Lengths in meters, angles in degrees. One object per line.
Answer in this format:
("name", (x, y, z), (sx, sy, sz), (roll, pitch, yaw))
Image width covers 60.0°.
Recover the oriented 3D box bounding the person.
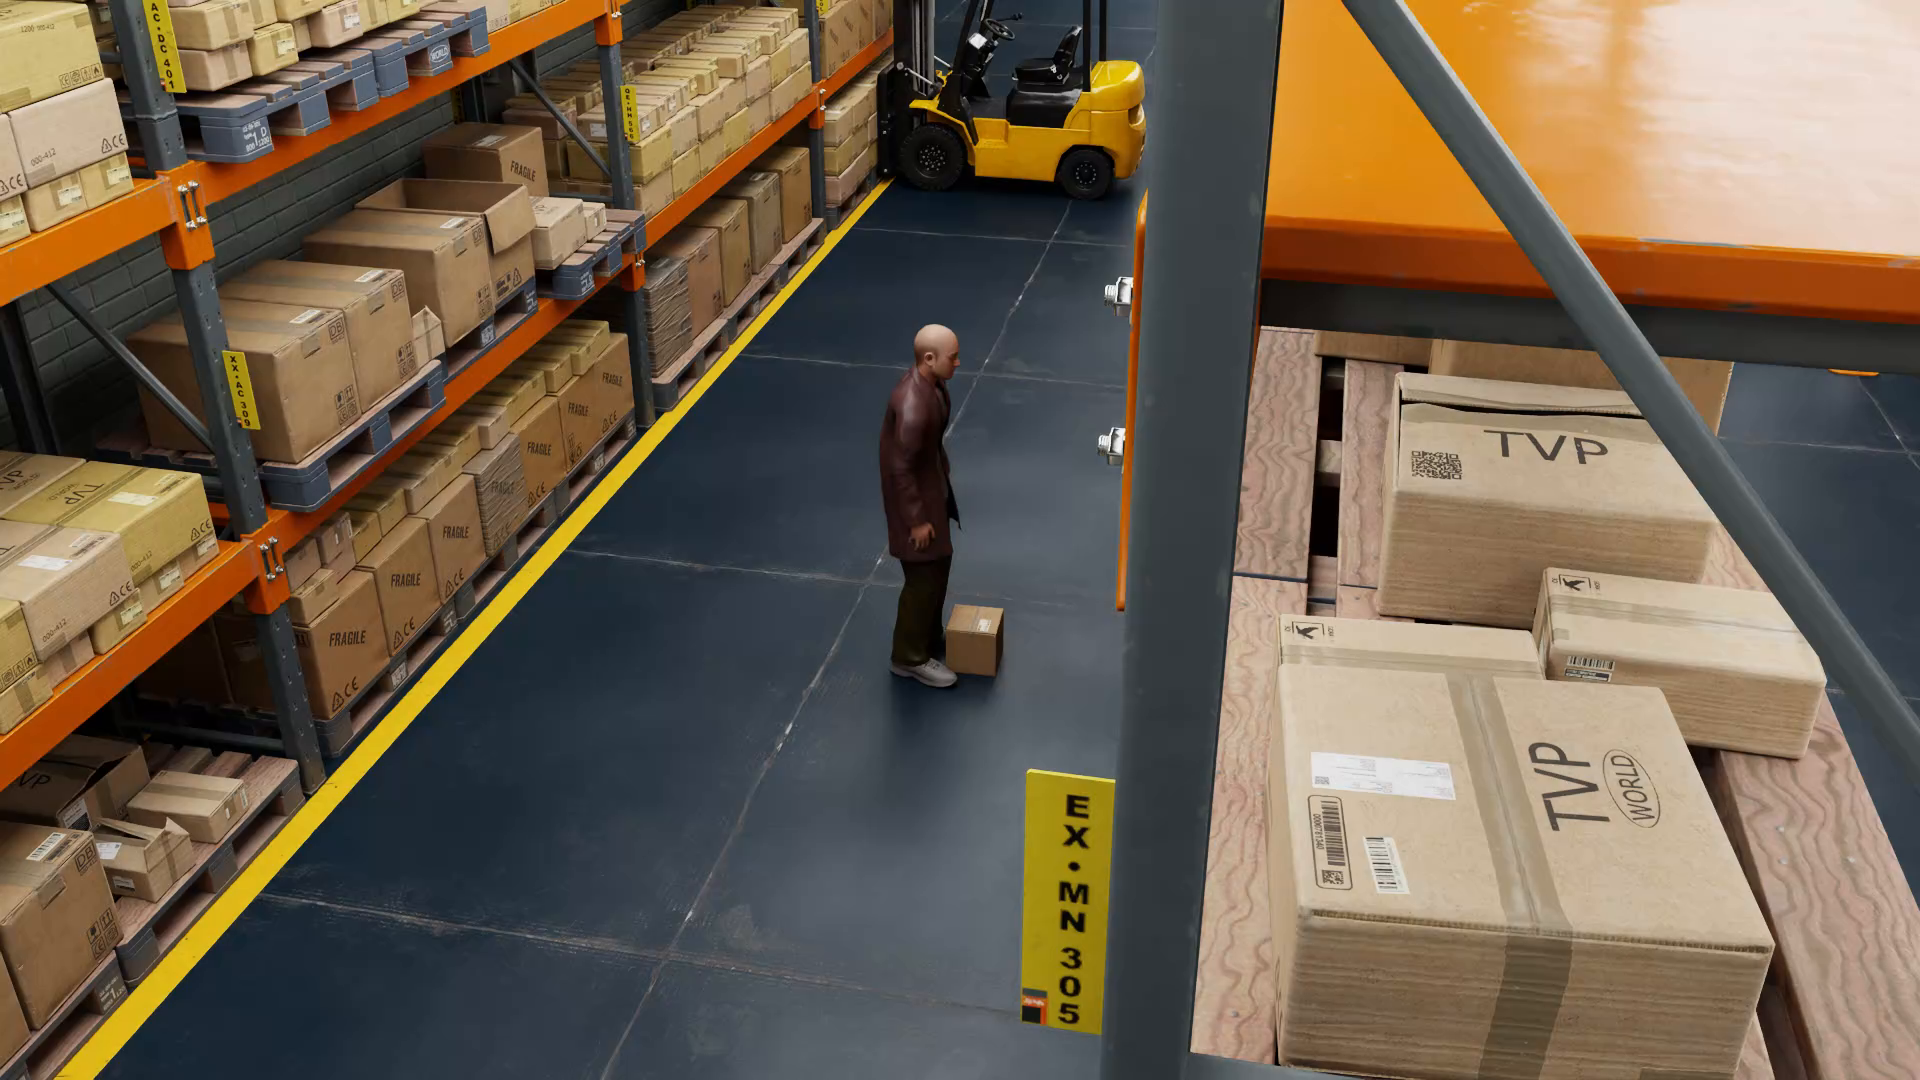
("person", (-0.168, -0.113, 8.039), (0.419, 1.592, 0.645), (6, 29, 10))
